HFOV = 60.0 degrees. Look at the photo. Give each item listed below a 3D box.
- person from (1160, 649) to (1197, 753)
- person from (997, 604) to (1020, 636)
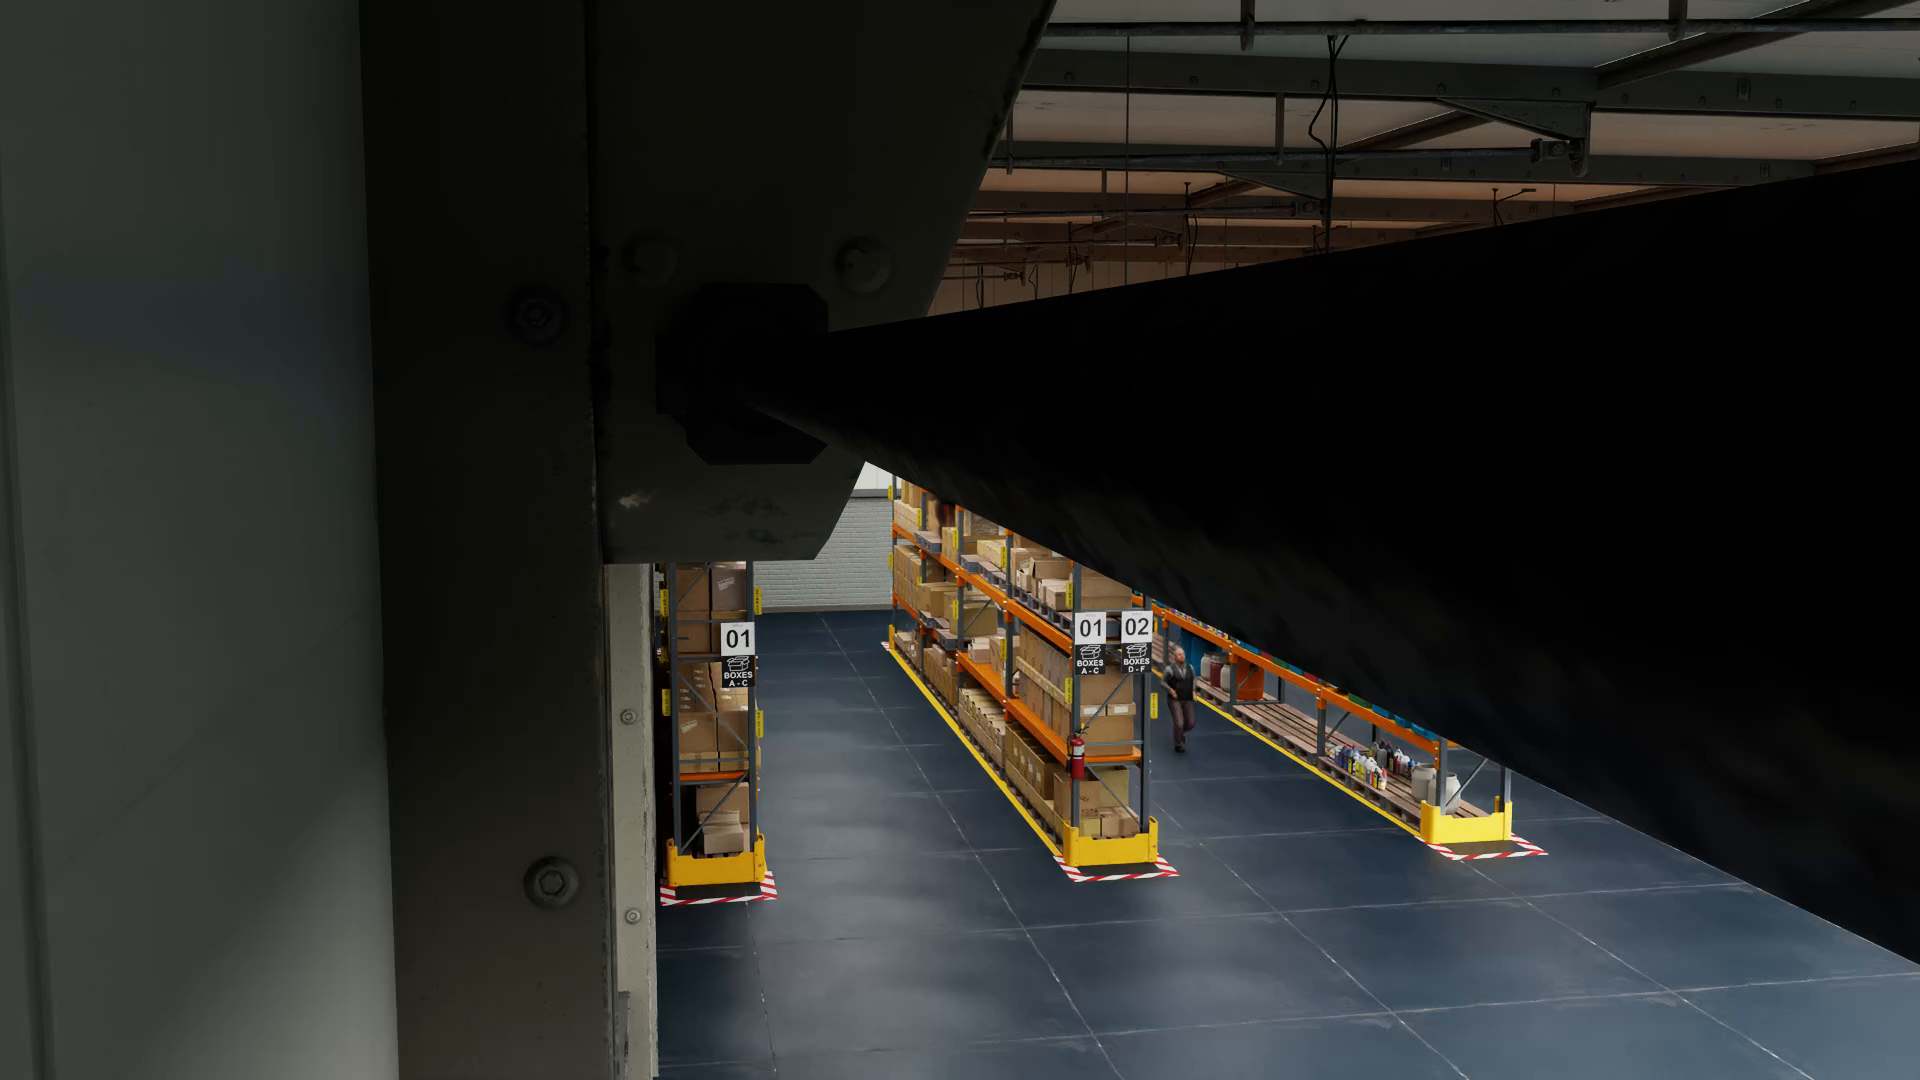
[{"bbox_3d":[3.563,2.594,26.894,0.656,1.671,0.595,-2,6,-14],"label":"person"},{"bbox_3d":[1.062,1.684,35.967,0.564,1.556,0.523,-2,7,-19],"label":"person"}]
